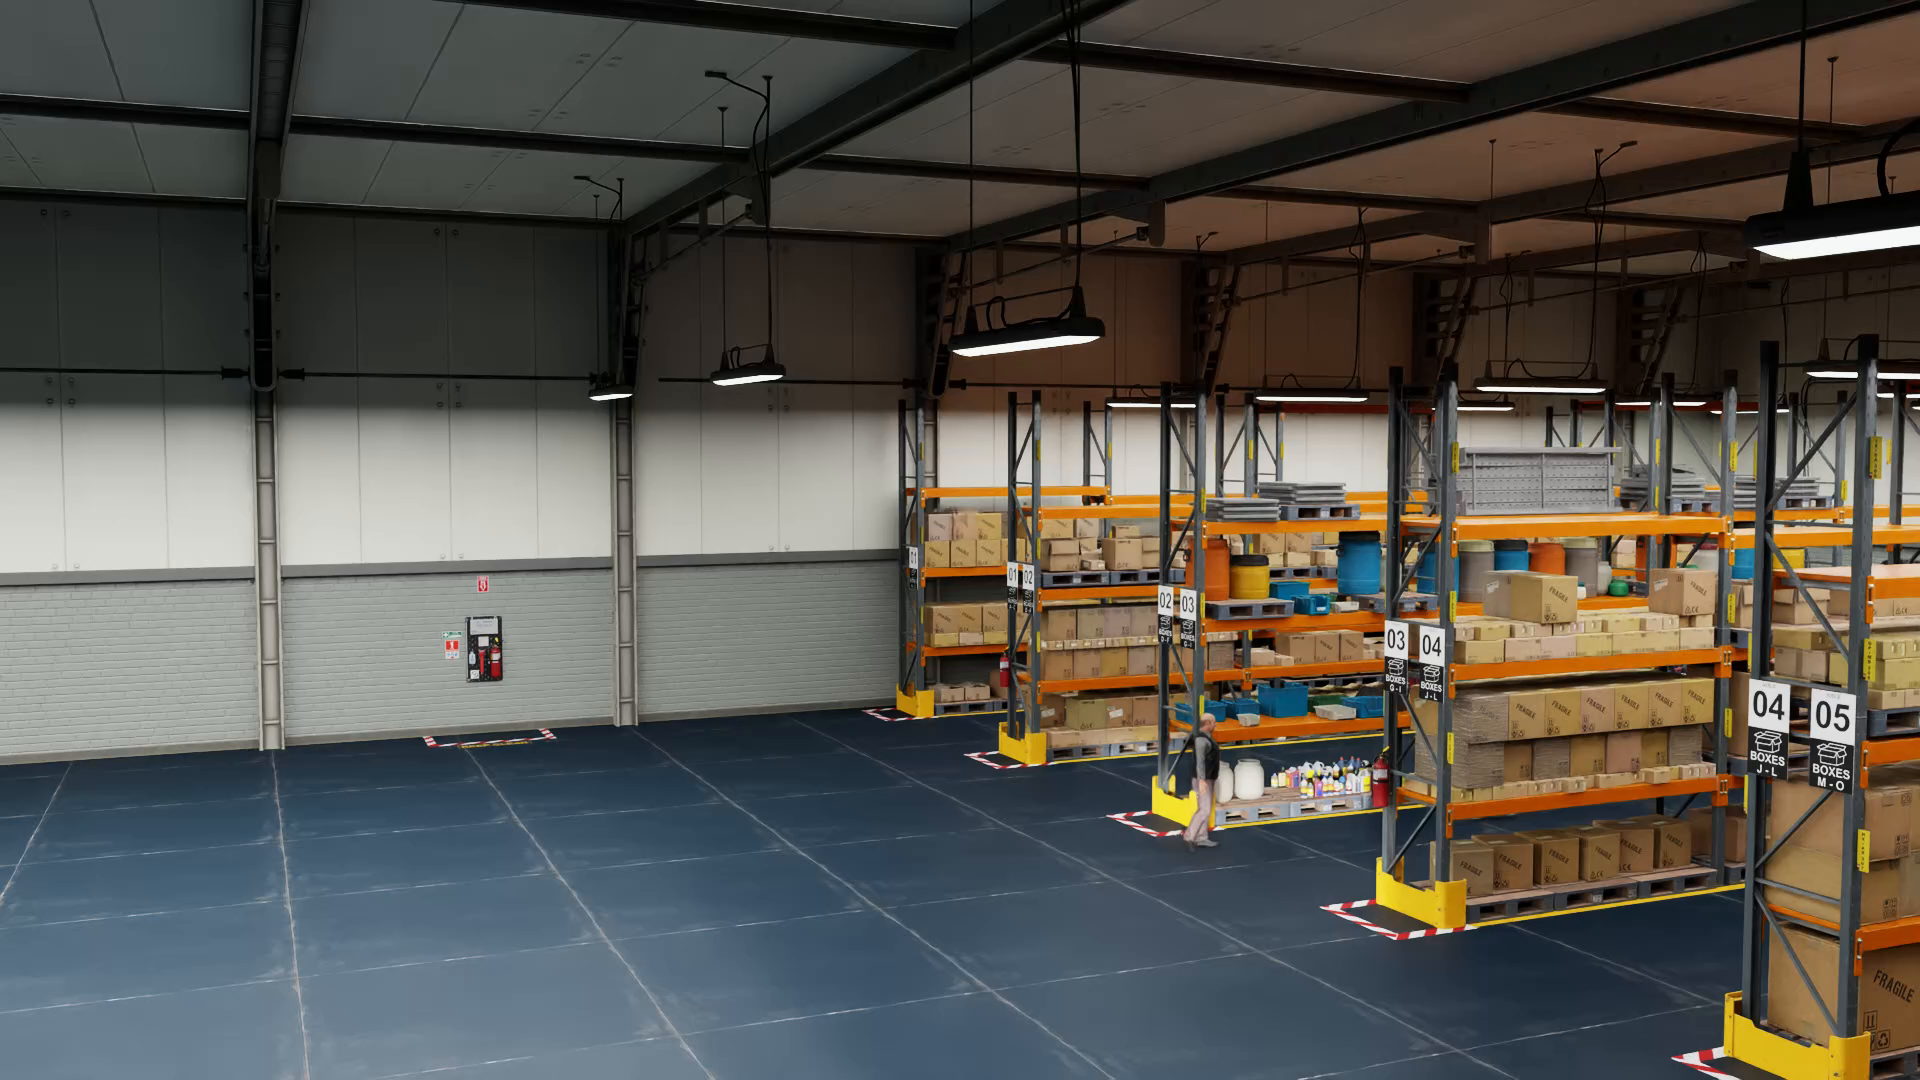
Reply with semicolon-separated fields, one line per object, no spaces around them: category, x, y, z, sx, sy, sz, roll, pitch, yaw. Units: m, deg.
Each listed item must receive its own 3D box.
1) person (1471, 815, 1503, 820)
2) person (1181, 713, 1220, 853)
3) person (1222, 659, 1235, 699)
person;7.277;2.955;22.806;0.506;1.860;0.622;-2;4;-37
person;3.080;3.079;21.207;0.469;1.754;0.610;1;3;14
person;4.905;2.581;30.761;0.741;1.571;0.617;-1;3;-14
